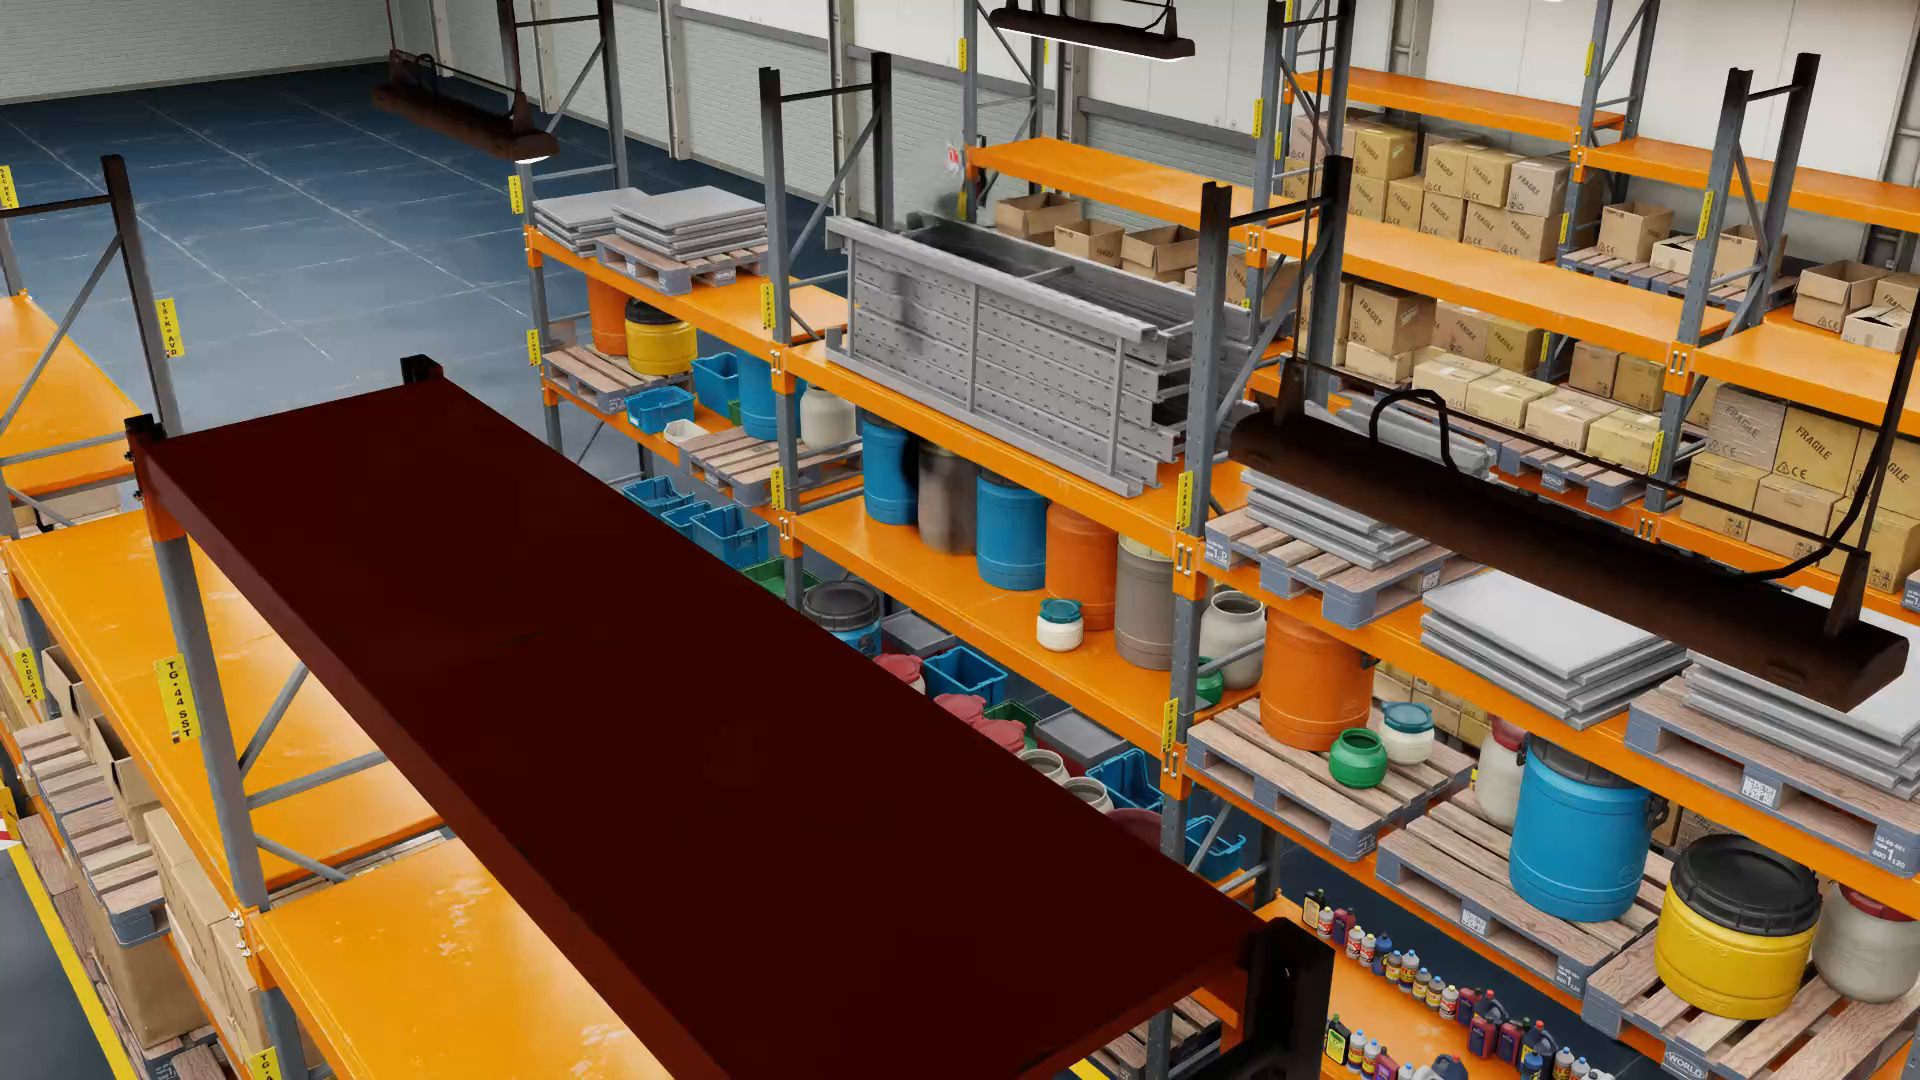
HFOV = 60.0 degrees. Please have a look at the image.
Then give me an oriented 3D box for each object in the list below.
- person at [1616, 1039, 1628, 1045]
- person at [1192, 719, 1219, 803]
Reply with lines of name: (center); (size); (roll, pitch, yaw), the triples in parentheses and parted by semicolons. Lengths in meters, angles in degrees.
person: (4.685, 2.742, 10.735); (0.762, 1.632, 0.620); (21, 33, 36)
person: (1.971, 1.286, 13.046); (0.505, 1.659, 0.614); (22, 33, 37)
